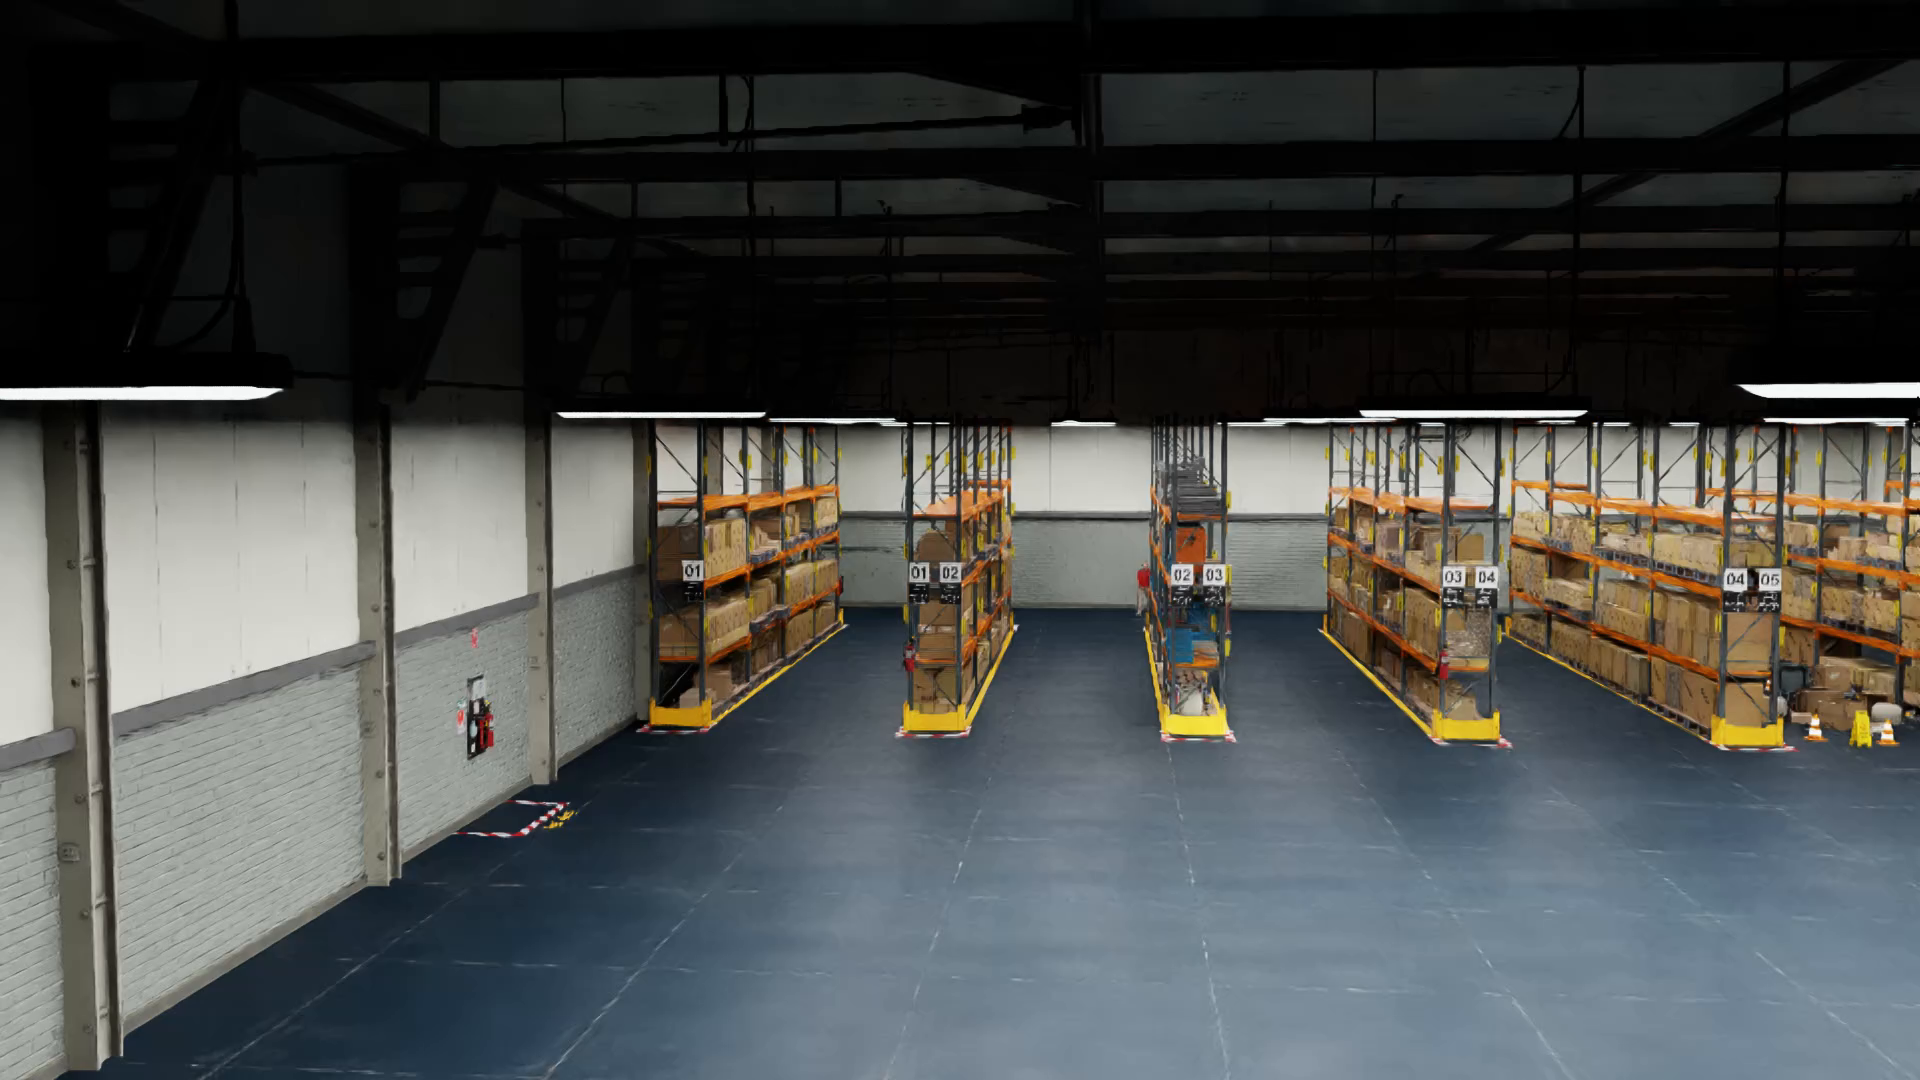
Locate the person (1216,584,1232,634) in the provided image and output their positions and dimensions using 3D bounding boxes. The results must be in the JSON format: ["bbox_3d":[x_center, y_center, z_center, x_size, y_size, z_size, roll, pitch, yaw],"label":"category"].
[{"bbox_3d":[7.372,1.763,46.314,0.544,1.668,0.524,3,5,34],"label":"person"}]

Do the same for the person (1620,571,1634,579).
[{"bbox_3d":[20.171,1.476,50.031,0.583,1.775,0.579,3,5,41],"label":"person"}]

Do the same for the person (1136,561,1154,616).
[{"bbox_3d":[5.654,1.472,50.651,0.533,1.657,1.040,1,4,14],"label":"person"}]
